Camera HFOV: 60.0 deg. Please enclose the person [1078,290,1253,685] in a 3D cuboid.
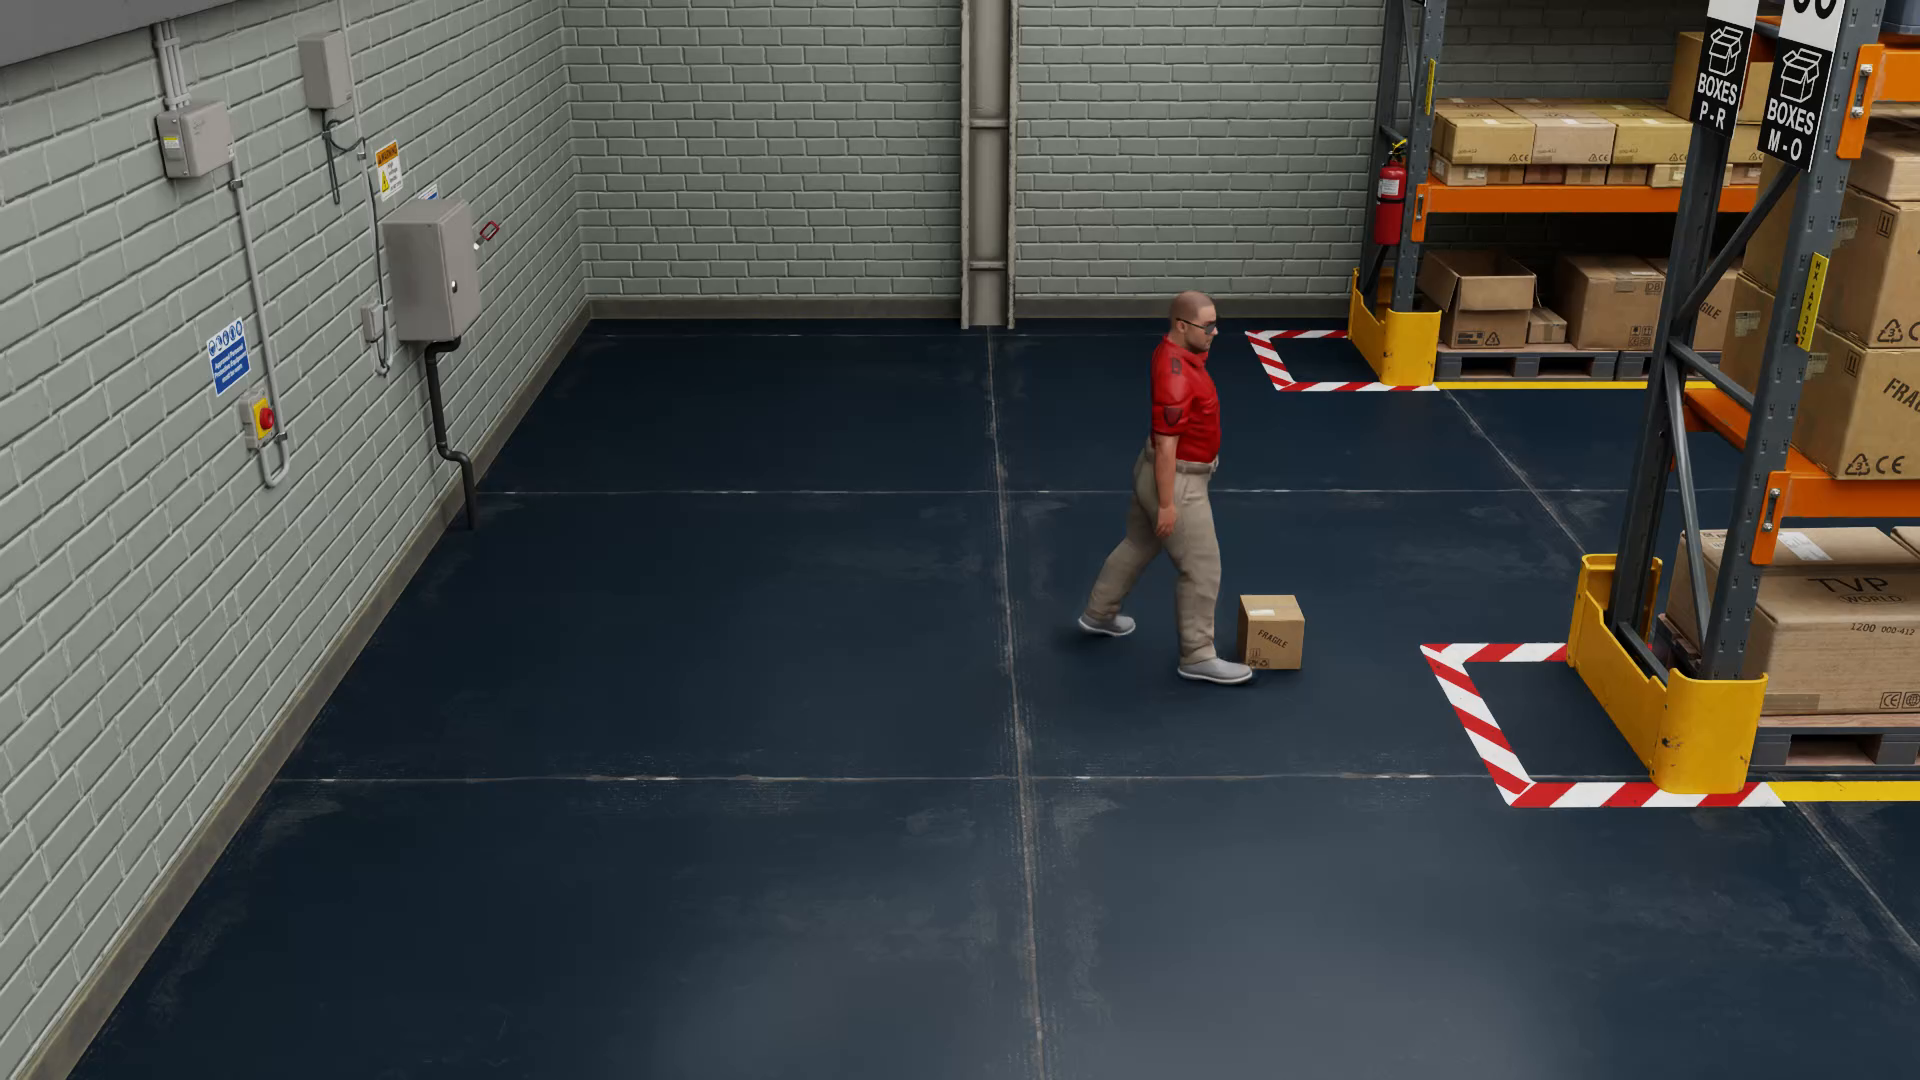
[{"bbox_3d":[0.923,-0.255,7.229,0.760,1.730,0.615,1,24,3],"label":"person"}]
